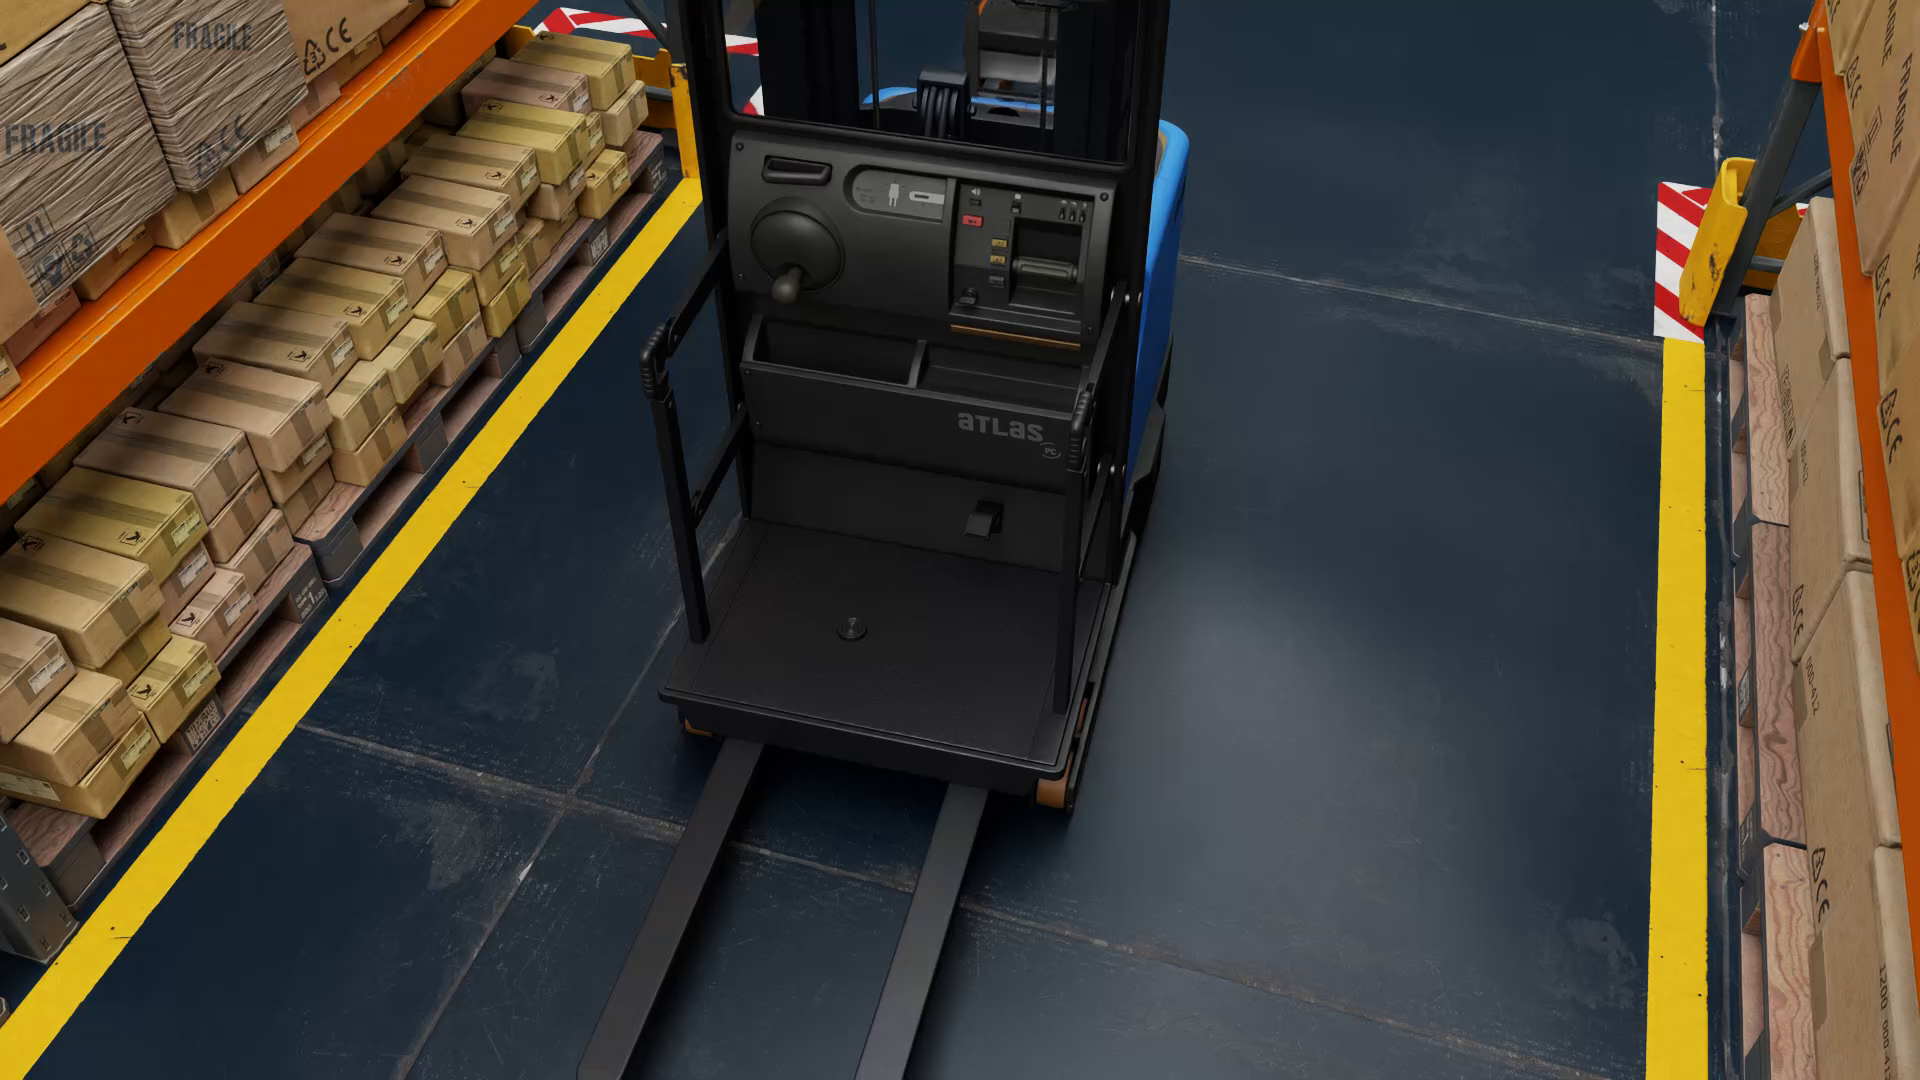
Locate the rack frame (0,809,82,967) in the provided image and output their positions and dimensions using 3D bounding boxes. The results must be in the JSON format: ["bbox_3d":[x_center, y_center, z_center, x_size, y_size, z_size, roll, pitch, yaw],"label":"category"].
[{"bbox_3d":[-2.737,-0.152,3.261,1.000,3.000,0.127,13,46,13],"label":"rack frame"}]

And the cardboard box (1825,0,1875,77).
[{"bbox_3d":[2.803,-1.614,4.683,0.500,0.500,0.500,12,46,12],"label":"cardboard box"}]

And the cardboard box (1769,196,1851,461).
[{"bbox_3d":[3.118,-0.610,5.261,0.875,0.438,0.875,11,45,11],"label":"cardboard box"}]

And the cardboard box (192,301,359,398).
[{"bbox_3d":[-2.050,-0.562,4.992,0.380,0.149,0.250,11,45,11],"label":"cardboard box"}]

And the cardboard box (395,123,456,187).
[{"bbox_3d":[-2.056,-1.408,6.070,0.380,0.149,0.250,13,46,13],"label":"cardboard box"}]

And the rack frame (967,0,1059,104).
[{"bbox_3d":[0.218,-1.367,5.145,0.400,2.100,0.015,10,45,10],"label":"rack frame"}]

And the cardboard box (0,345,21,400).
[{"bbox_3d":[-2.332,-0.370,3.663,0.380,0.149,0.250,14,46,14],"label":"cardboard box"}]

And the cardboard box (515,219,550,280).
[{"bbox_3d":[-1.692,-1.036,5.902,0.380,0.149,0.250,13,46,13],"label":"cardboard box"}]

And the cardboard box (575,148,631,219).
[{"bbox_3d":[-1.468,-1.361,6.235,0.380,0.149,0.250,14,46,14],"label":"cardboard box"}]

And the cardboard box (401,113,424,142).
[{"bbox_3d":[-2.175,-1.535,5.986,0.380,0.149,0.250,12,46,12],"label":"cardboard box"}]

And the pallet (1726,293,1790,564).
[{"bbox_3d":[3.055,-0.291,5.396,1.003,0.211,1.213,13,46,13],"label":"pallet"}]

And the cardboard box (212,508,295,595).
[{"bbox_3d":[-2.185,0.008,4.835,0.380,0.149,0.250,12,46,12],"label":"cardboard box"}]

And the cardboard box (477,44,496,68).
[{"bbox_3d":[-2.008,-1.885,6.344,0.380,0.149,0.250,11,45,11],"label":"cardboard box"}]

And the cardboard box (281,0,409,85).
[{"bbox_3d":[-1.883,-1.594,4.450,0.500,0.500,0.500,15,46,15],"label":"cardboard box"}]

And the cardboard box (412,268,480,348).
[{"bbox_3d":[-1.809,-0.782,5.430,0.380,0.149,0.250,15,46,15],"label":"cardboard box"}]

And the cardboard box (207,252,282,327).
[{"bbox_3d":[-2.373,-0.815,5.251,0.380,0.149,0.250,13,46,13],"label":"cardboard box"}]

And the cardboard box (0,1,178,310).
[{"bbox_3d":[-2.204,-0.902,3.743,0.500,0.500,0.500,13,46,12],"label":"cardboard box"}]

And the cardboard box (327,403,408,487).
[{"bbox_3d":[-1.966,-0.331,5.182,0.380,0.149,0.250,11,46,11],"label":"cardboard box"}]

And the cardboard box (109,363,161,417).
[{"bbox_3d":[-2.622,-0.491,4.919,0.380,0.149,0.250,10,45,11],"label":"cardboard box"}]

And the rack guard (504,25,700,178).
[{"bbox_3d":[-1.549,-1.874,6.808,1.175,0.500,0.348,13,46,13],"label":"rack guard"}]

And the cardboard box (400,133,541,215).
[{"bbox_3d":[-1.672,-1.241,5.687,0.380,0.149,0.250,11,45,11],"label":"cardboard box"}]

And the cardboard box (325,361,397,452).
[{"bbox_3d":[-1.965,-0.433,5.074,0.380,0.149,0.250,12,46,12],"label":"cardboard box"}]

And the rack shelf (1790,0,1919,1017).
[{"bbox_3d":[2.617,-0.247,3.872,1.077,0.370,4.000,13,46,13],"label":"rack shelf"}]

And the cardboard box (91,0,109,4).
[{"bbox_3d":[-2.044,-1.579,3.719,0.500,0.500,0.500,13,46,13],"label":"cardboard box"}]

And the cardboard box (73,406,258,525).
[{"bbox_3d":[-2.209,-0.210,4.633,0.380,0.149,0.250,11,46,11],"label":"cardboard box"}]

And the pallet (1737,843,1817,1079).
[{"bbox_3d":[2.316,1.336,3.734,1.003,0.211,1.213,13,46,13],"label":"pallet"}]

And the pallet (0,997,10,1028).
[{"bbox_3d":[-2.971,1.364,3.705,1.003,0.211,1.213,13,46,13],"label":"pallet"}]

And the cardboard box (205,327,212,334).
[{"bbox_3d":[-2.360,-0.696,5.342,0.380,0.149,0.250,15,46,14],"label":"cardboard box"}]

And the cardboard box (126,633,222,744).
[{"bbox_3d":[-2.240,0.365,4.470,0.380,0.149,0.250,14,46,14],"label":"cardboard box"}]

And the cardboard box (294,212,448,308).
[{"bbox_3d":[-1.885,-0.898,5.336,0.380,0.149,0.250,11,45,11],"label":"cardboard box"}]

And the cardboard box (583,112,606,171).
[{"bbox_3d":[-1.544,-1.481,6.144,0.380,0.149,0.250,12,46,12],"label":"cardboard box"}]

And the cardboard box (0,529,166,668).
[{"bbox_3d":[-2.295,0.148,4.267,0.380,0.149,0.250,15,46,14],"label":"cardboard box"}]

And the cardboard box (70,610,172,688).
[{"bbox_3d":[-2.331,0.249,4.376,0.380,0.149,0.250,13,46,13],"label":"cardboard box"}]

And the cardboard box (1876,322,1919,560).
[{"bbox_3d":[2.197,-0.252,3.292,0.500,0.500,0.500,12,46,12],"label":"cardboard box"}]

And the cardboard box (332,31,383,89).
[{"bbox_3d":[-1.894,-1.431,4.747,0.380,0.149,0.250,13,46,13],"label":"cardboard box"}]

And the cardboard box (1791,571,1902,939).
[{"bbox_3d":[2.574,0.602,4.022,0.875,0.438,0.875,11,45,11],"label":"cardboard box"}]

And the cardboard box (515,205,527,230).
[{"bbox_3d":[-1.749,-1.139,5.795,0.380,0.149,0.250,12,46,12],"label":"cardboard box"}]

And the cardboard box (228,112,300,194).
[{"bbox_3d":[-1.987,-1.070,4.378,0.380,0.149,0.250,14,46,14],"label":"cardboard box"}]

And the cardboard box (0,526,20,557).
[{"bbox_3d":[-2.810,-0.032,4.663,0.380,0.149,0.250,11,45,11],"label":"cardboard box"}]

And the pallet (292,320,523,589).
[{"bbox_3d":[-2.200,-0.426,5.535,1.003,0.211,1.213,13,46,13],"label":"pallet"}]

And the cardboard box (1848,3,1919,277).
[{"bbox_3d":[2.506,-0.935,3.990,0.500,0.500,0.500,12,46,12],"label":"cardboard box"}]

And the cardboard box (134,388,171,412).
[{"bbox_3d":[-2.582,-0.352,4.991,0.380,0.149,0.250,14,46,13],"label":"cardboard box"}]

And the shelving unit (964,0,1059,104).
[{"bbox_3d":[0.278,-1.532,5.314,0.431,2.100,0.503,10,45,10],"label":"shelving unit"}]

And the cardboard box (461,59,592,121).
[{"bbox_3d":[-1.575,-1.600,6.053,0.380,0.149,0.250,13,46,13],"label":"cardboard box"}]

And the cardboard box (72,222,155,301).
[{"bbox_3d":[-2.213,-0.738,4.039,0.380,0.149,0.250,11,45,11],"label":"cardboard box"}]

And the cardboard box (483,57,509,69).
[{"bbox_3d":[-1.929,-1.761,6.430,0.380,0.149,0.250,14,46,14],"label":"cardboard box"}]

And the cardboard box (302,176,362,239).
[{"bbox_3d":[-2.265,-1.169,5.613,0.380,0.149,0.250,14,46,14],"label":"cardboard box"}]

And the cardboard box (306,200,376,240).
[{"bbox_3d":[-2.227,-1.063,5.717,0.380,0.149,0.250,11,45,11],"label":"cardboard box"}]

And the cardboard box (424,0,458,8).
[{"bbox_3d":[-1.691,-1.779,5.102,0.380,0.149,0.250,11,45,11],"label":"cardboard box"}]

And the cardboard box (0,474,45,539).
[{"bbox_3d":[-2.769,-0.134,4.555,0.380,0.149,0.250,12,46,12],"label":"cardboard box"}]

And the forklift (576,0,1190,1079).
[{"bbox_3d":[-0.153,-0.625,3.793,1.130,2.935,3.031,10,45,10],"label":"forklift"}]

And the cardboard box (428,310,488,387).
[{"bbox_3d":[-1.812,-0.675,5.533,0.380,0.149,0.250,13,46,13],"label":"cardboard box"}]

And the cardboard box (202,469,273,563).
[{"bbox_3d":[-2.207,-0.100,4.733,0.380,0.149,0.250,10,45,10],"label":"cardboard box"}]
